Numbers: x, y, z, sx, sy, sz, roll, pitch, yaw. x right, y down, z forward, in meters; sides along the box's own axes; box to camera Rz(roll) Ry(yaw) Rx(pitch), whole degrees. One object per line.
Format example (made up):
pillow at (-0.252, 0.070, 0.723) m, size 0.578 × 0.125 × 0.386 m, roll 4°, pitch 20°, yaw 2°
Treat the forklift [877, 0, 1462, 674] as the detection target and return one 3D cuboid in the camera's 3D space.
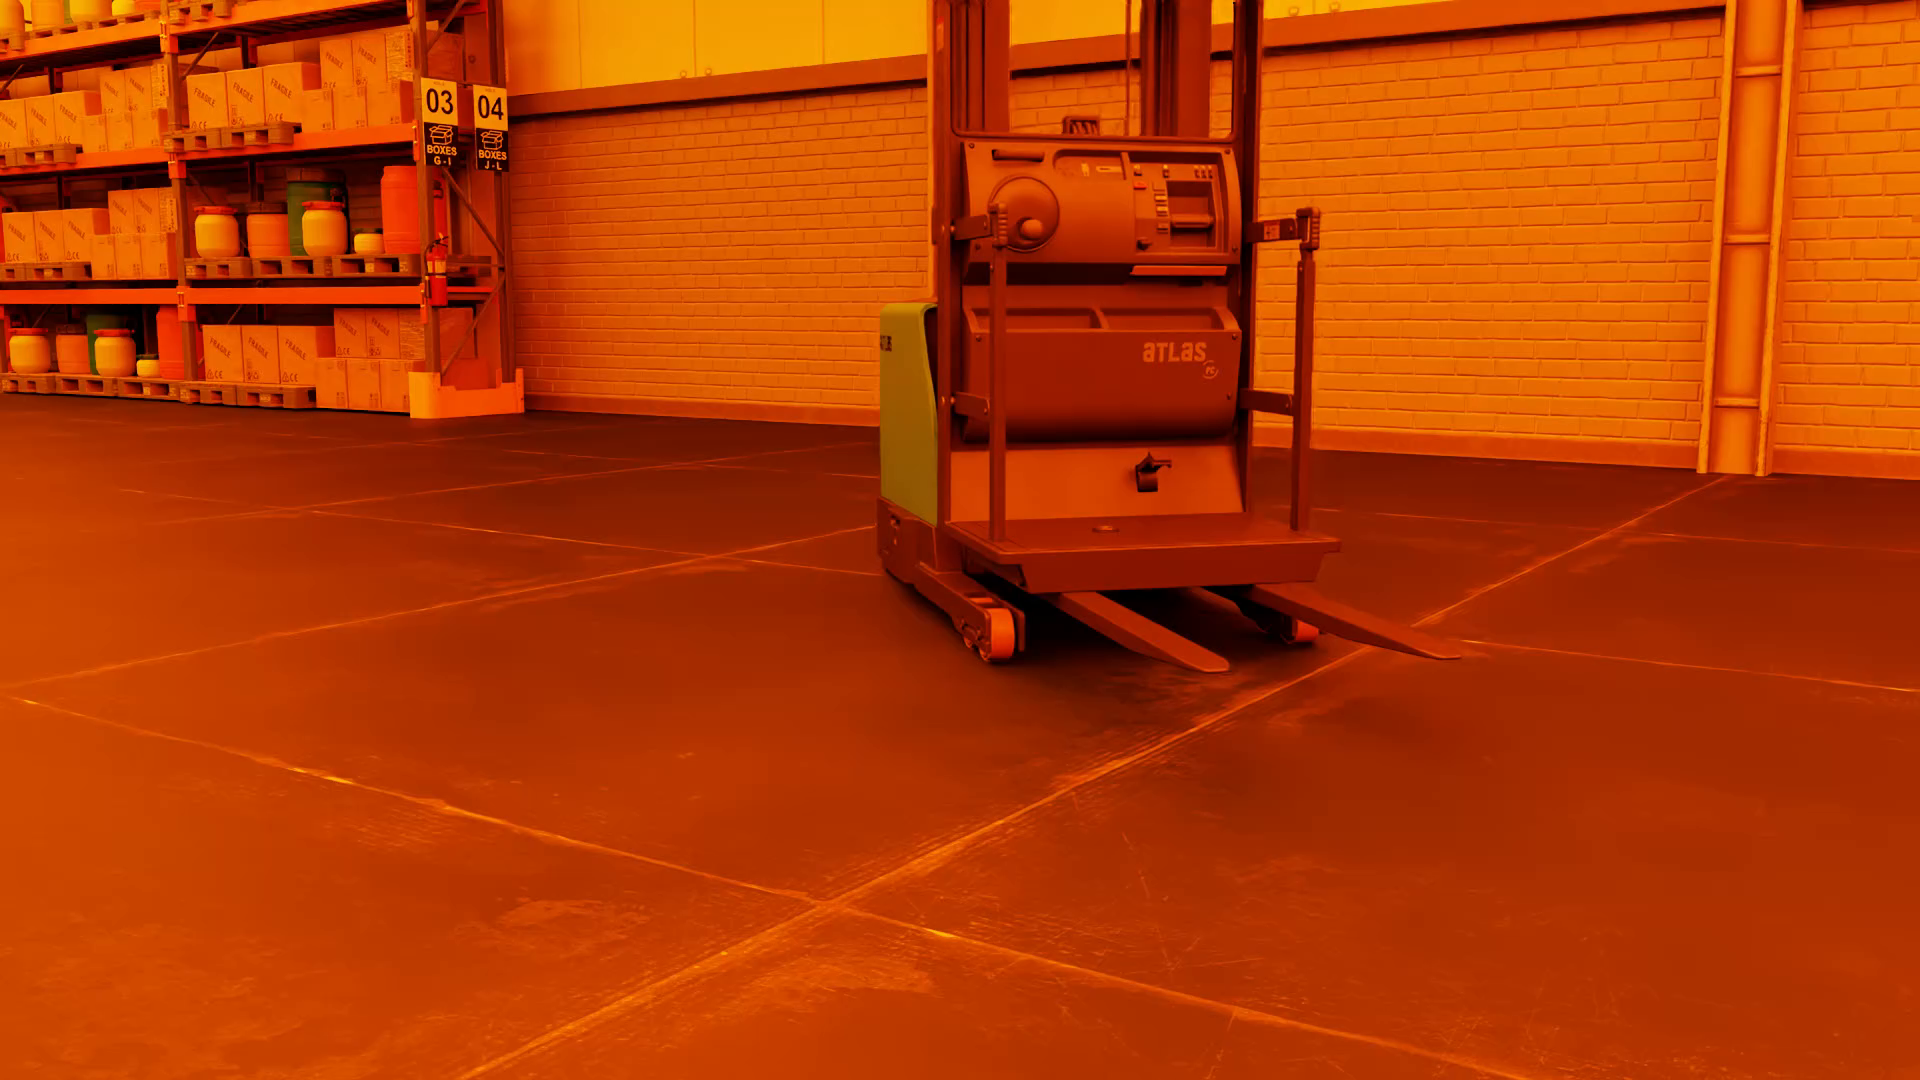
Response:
forklift at (0.525, -1.143, 5.230) m, size 1.130 × 2.935 × 3.031 m, roll -2°, pitch 8°, yaw -14°
